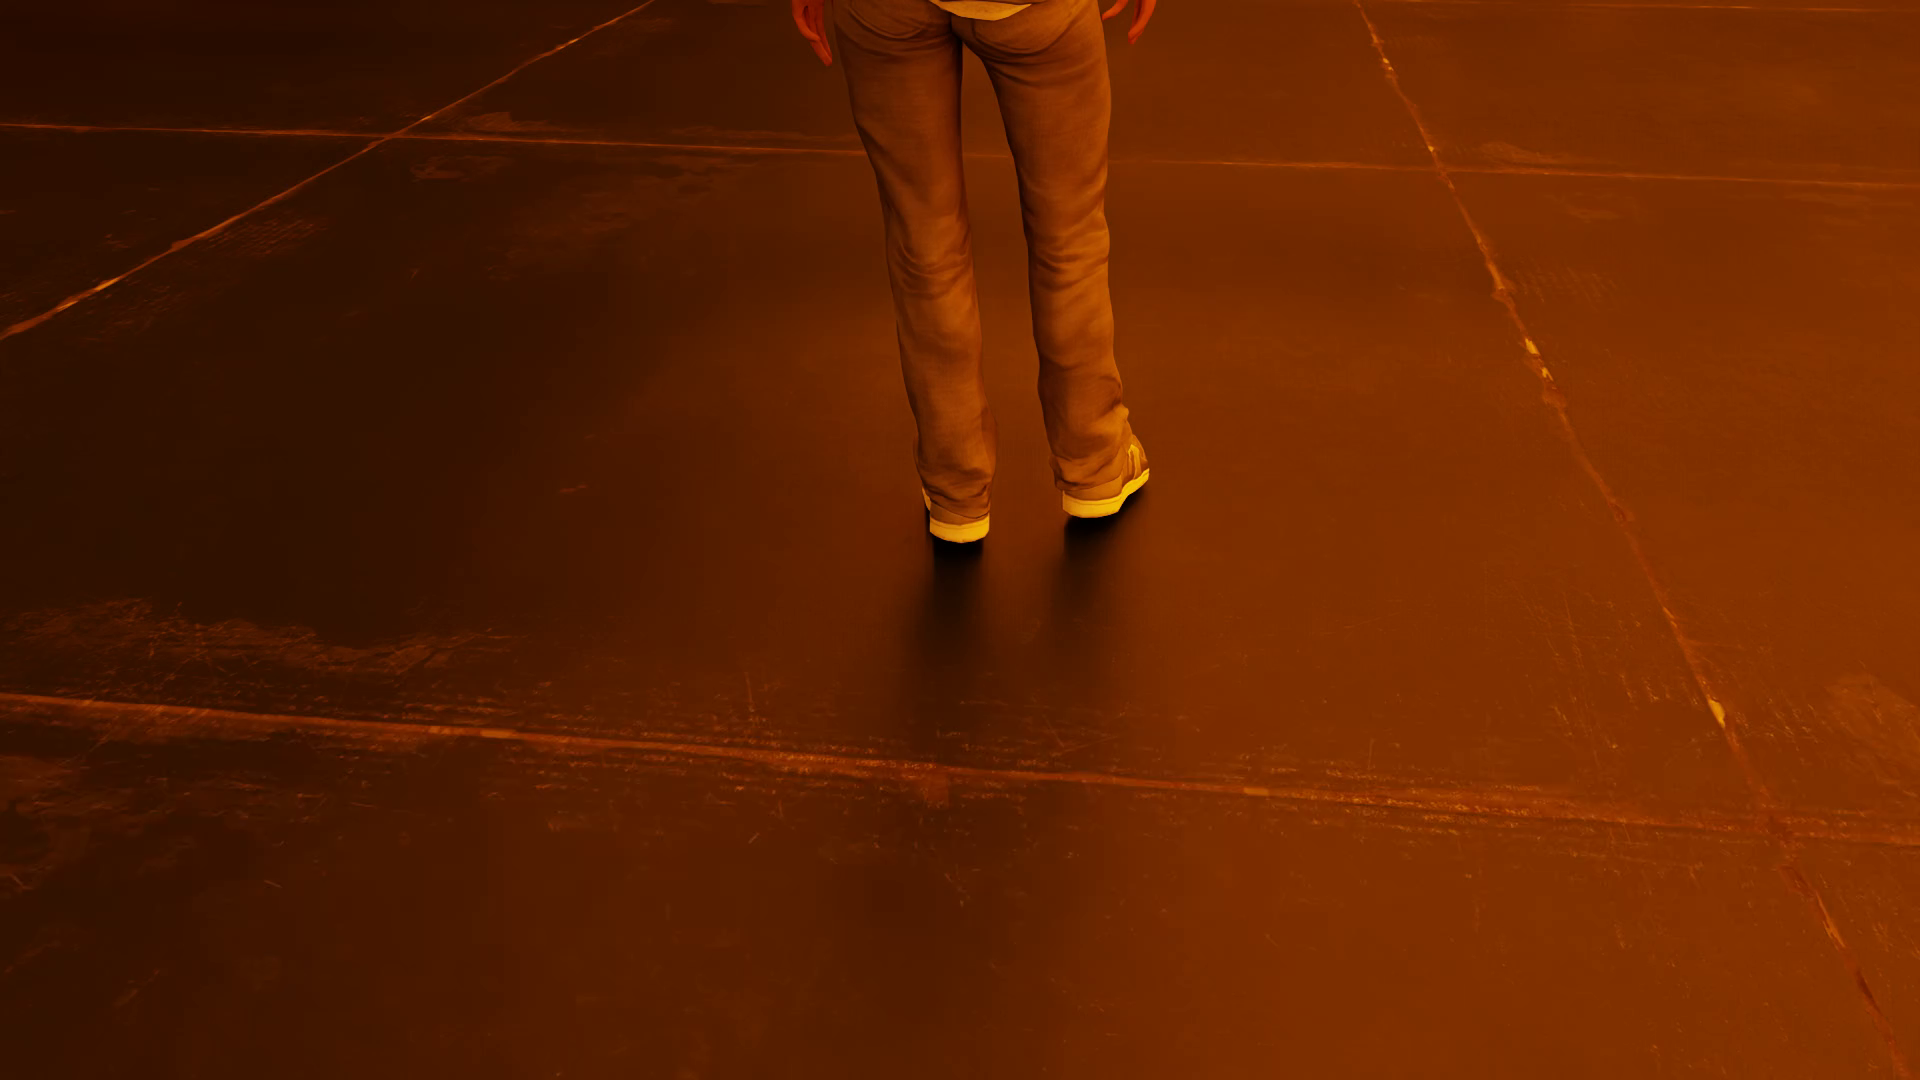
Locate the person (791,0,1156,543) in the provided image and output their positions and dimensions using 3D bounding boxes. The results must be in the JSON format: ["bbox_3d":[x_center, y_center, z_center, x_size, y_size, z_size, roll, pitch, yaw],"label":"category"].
[{"bbox_3d":[0.024,-0.753,2.204,0.520,1.597,0.475,3,27,7],"label":"person"}]
